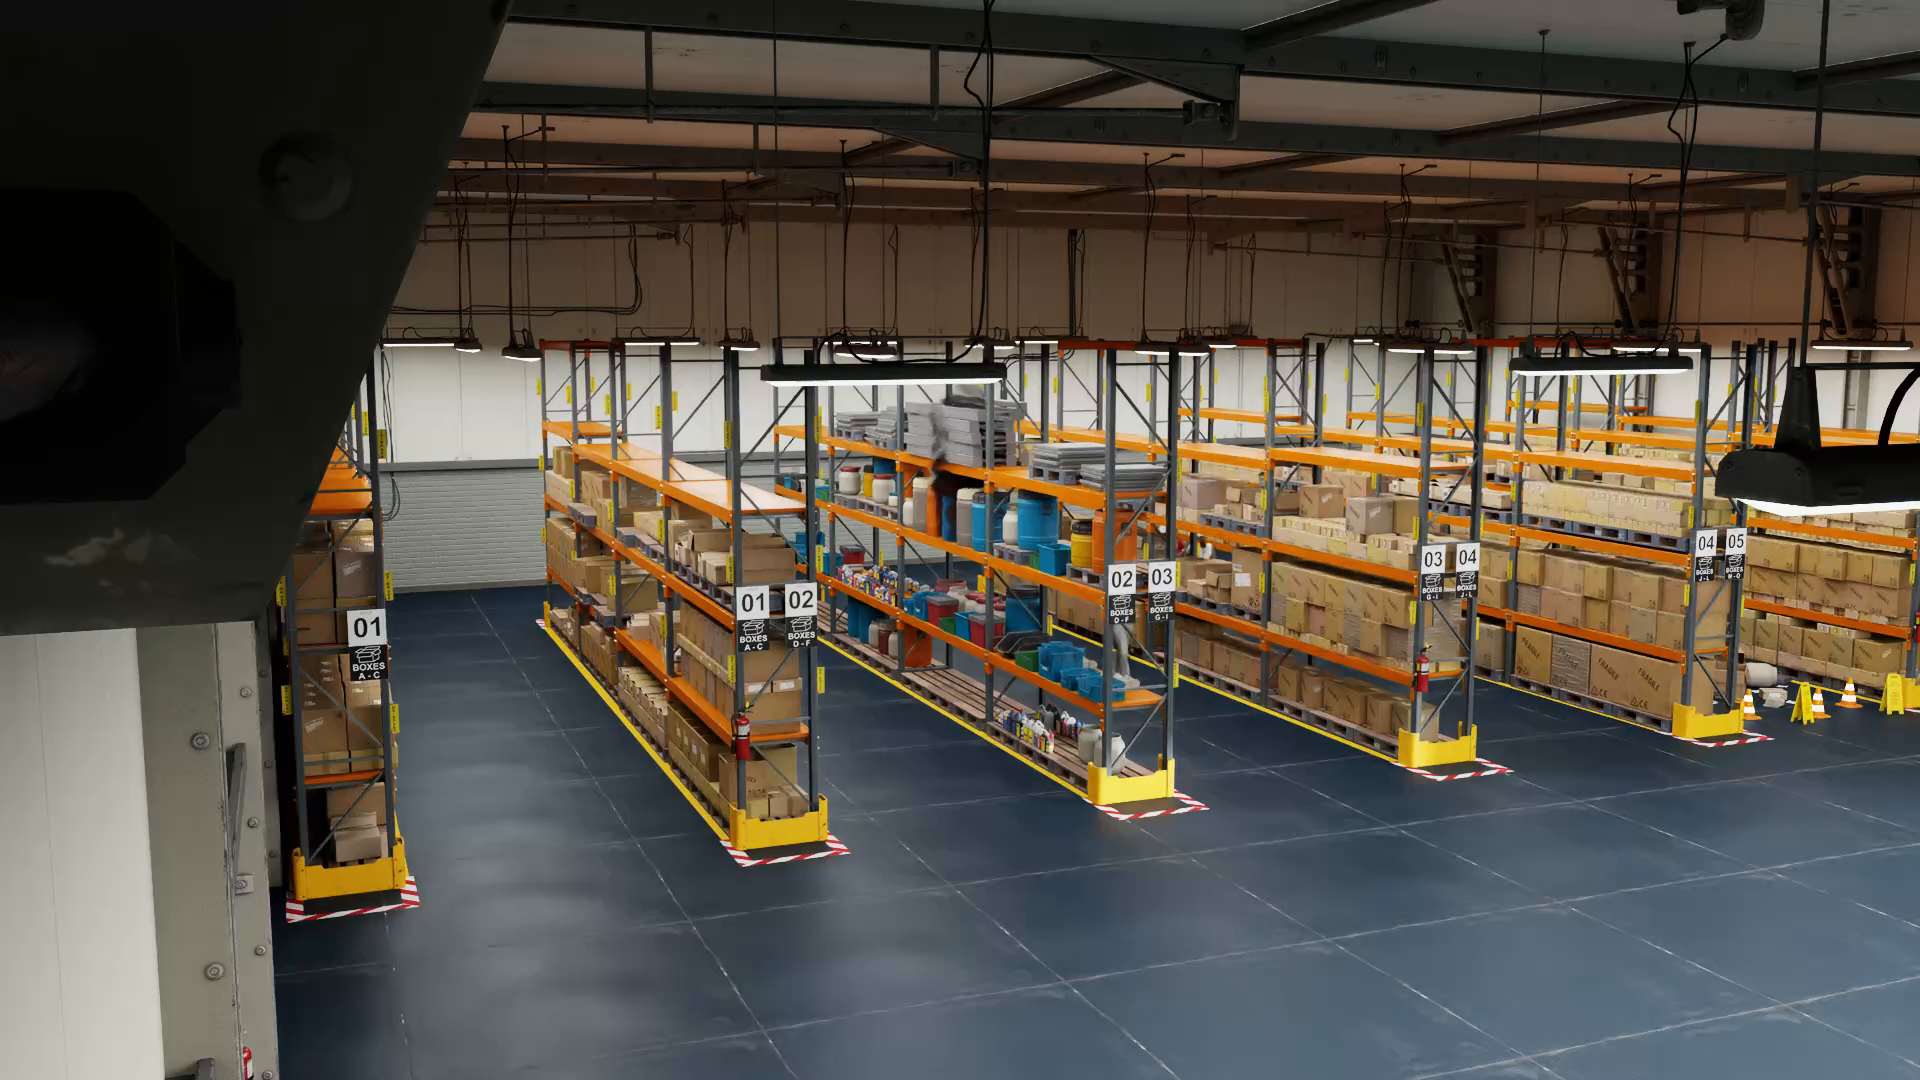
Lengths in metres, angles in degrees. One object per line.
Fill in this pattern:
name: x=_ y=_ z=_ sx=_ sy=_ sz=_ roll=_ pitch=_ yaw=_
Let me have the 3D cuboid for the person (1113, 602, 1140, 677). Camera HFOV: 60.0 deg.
person: x=2.739 y=1.577 z=27.882 sx=0.543 sy=1.730 sz=0.786 roll=-5 pitch=9 yaw=-32

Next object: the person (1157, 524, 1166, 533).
person: x=5.103 y=0.074 z=41.643 sx=0.644 sy=1.698 sz=0.790 roll=-2 pitch=8 yaw=-12

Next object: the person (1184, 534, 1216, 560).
person: x=5.329 y=0.714 z=36.569 sx=0.639 sy=1.824 sz=0.737 roll=-2 pitch=8 yaw=-17

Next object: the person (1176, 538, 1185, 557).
person: x=4.762 y=0.586 z=37.840 sx=0.663 sy=1.744 sz=1.065 roll=-2 pitch=8 yaw=-13
